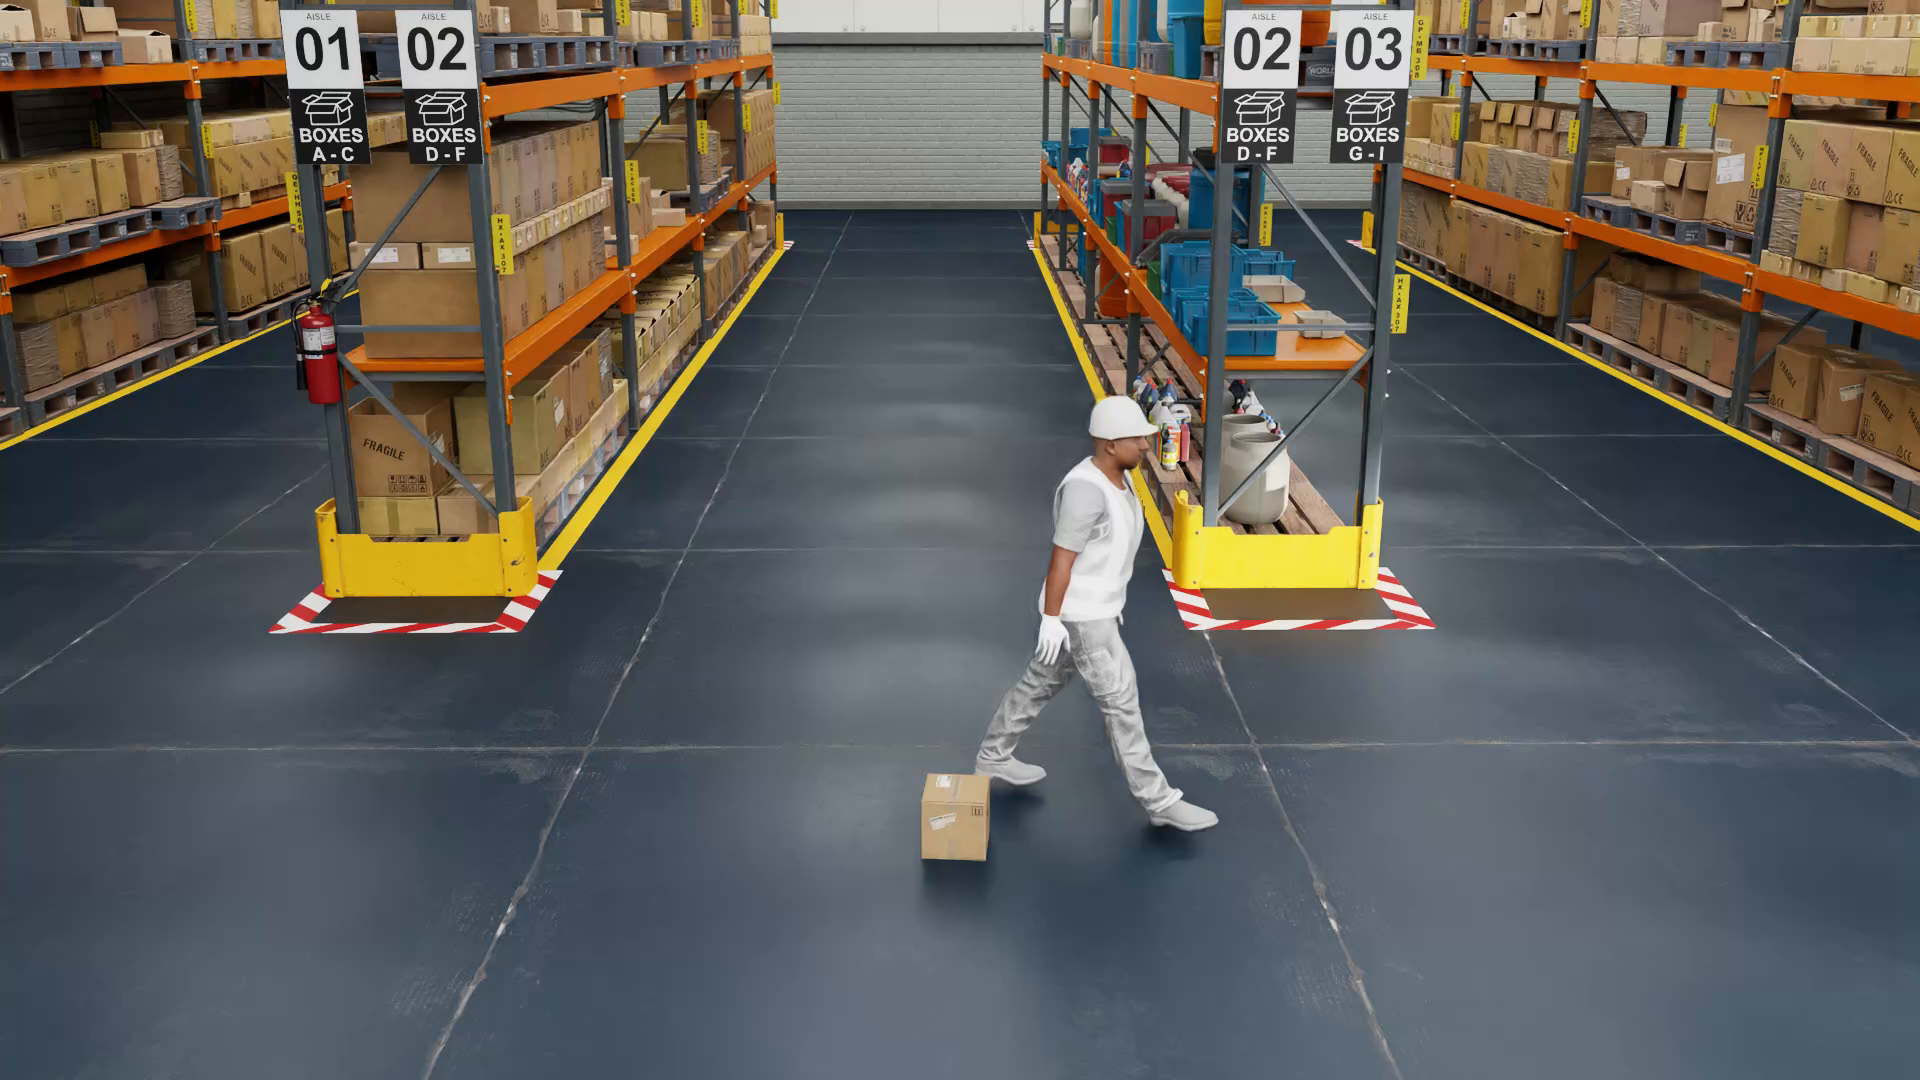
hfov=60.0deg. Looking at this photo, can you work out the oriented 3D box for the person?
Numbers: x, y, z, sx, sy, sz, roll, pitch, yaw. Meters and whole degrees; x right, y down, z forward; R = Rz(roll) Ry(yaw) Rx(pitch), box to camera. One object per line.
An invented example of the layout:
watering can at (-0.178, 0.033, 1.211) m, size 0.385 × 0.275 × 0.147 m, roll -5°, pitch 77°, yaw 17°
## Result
person at (0.566, 0.261, 6.689) m, size 1.072 × 1.713 × 0.581 m, roll 5°, pitch 18°, yaw 15°
